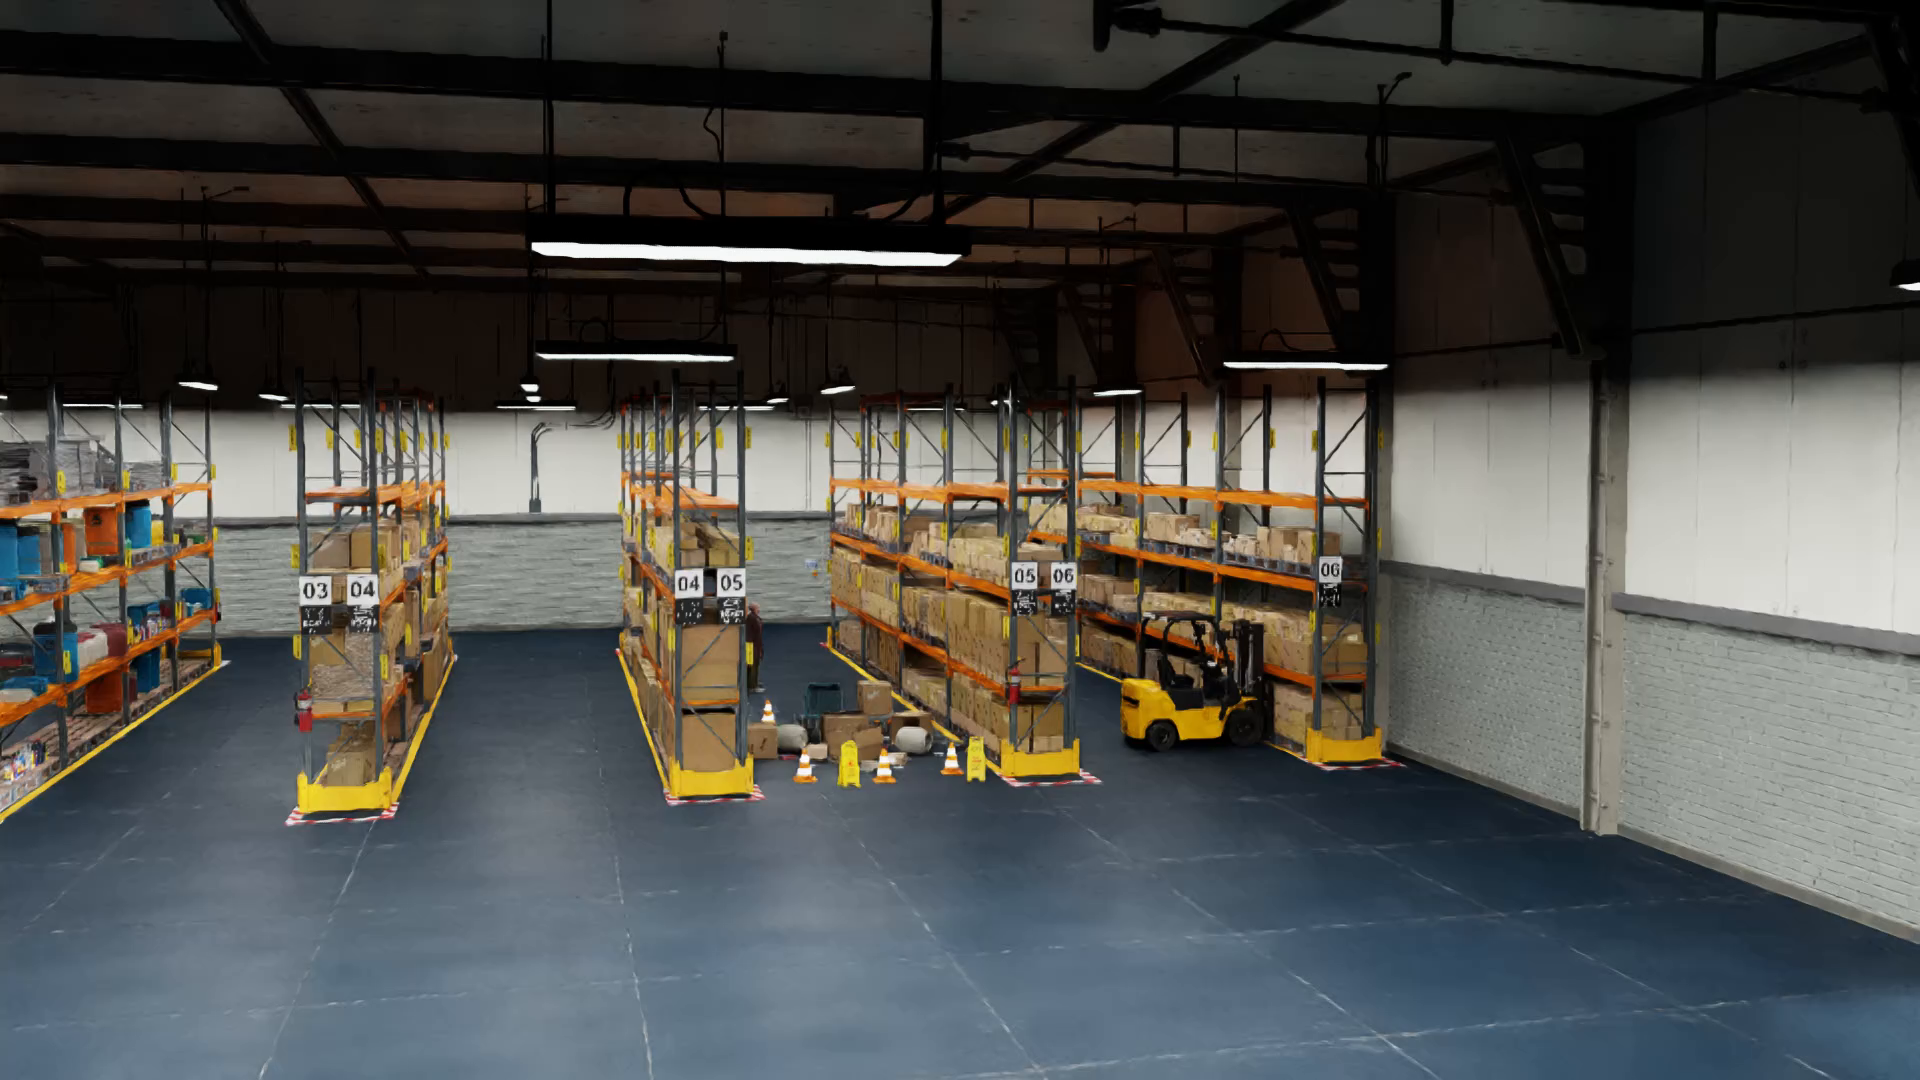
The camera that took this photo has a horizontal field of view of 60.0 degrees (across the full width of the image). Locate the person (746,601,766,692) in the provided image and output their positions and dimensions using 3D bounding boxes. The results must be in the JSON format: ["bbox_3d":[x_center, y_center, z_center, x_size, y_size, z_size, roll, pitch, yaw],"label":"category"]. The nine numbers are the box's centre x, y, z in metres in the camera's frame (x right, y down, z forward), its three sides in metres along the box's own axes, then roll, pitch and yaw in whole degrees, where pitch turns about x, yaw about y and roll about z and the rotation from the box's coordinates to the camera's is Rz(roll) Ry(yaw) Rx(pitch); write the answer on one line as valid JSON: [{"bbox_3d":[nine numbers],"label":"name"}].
[{"bbox_3d":[-4.073,2.114,33.180,0.522,1.787,0.652,-2,4,-36],"label":"person"}]

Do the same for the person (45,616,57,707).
[{"bbox_3d":[-17.139,2.272,31.416,0.577,1.691,1.121,-1,3,-11],"label":"person"}]
